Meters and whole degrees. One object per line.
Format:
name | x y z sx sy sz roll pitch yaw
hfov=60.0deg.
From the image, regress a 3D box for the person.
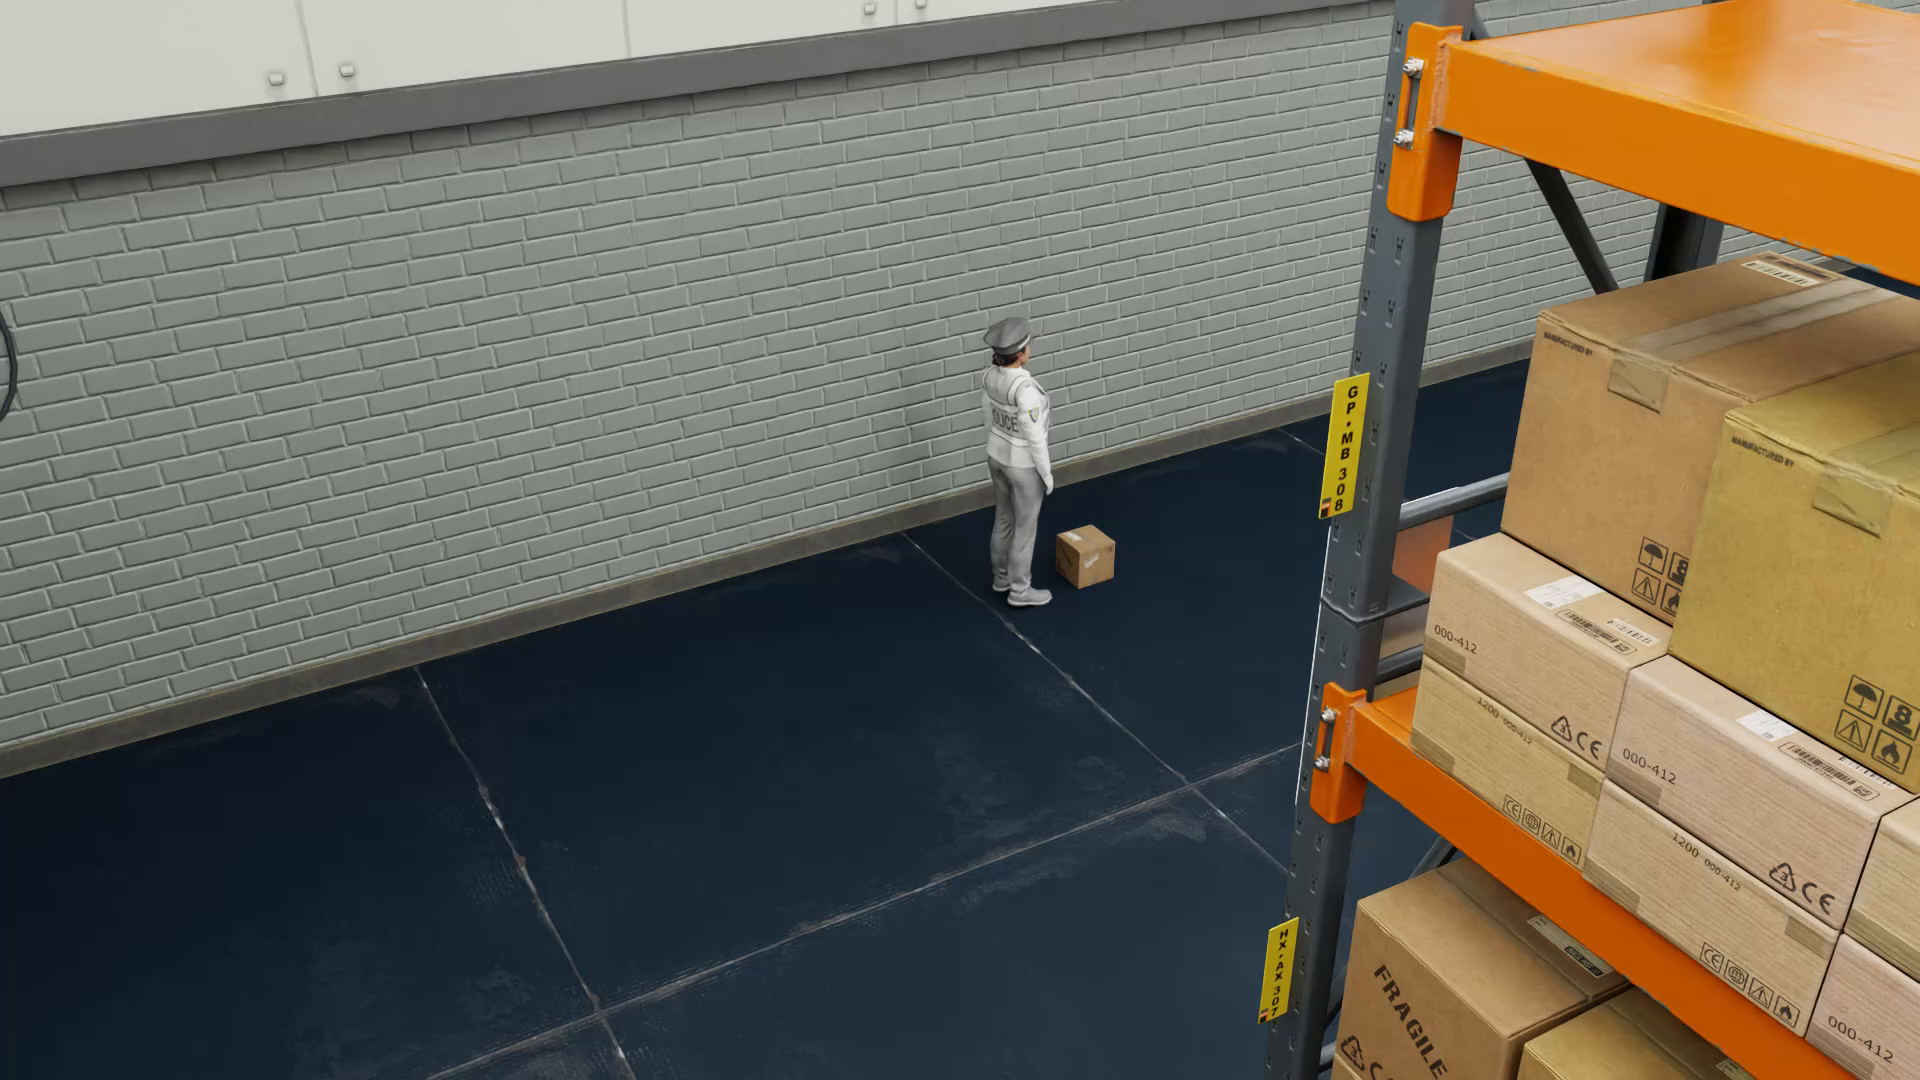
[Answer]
person | 0.310 -0.430 9.266 0.376 1.705 0.498 -19 34 -31
